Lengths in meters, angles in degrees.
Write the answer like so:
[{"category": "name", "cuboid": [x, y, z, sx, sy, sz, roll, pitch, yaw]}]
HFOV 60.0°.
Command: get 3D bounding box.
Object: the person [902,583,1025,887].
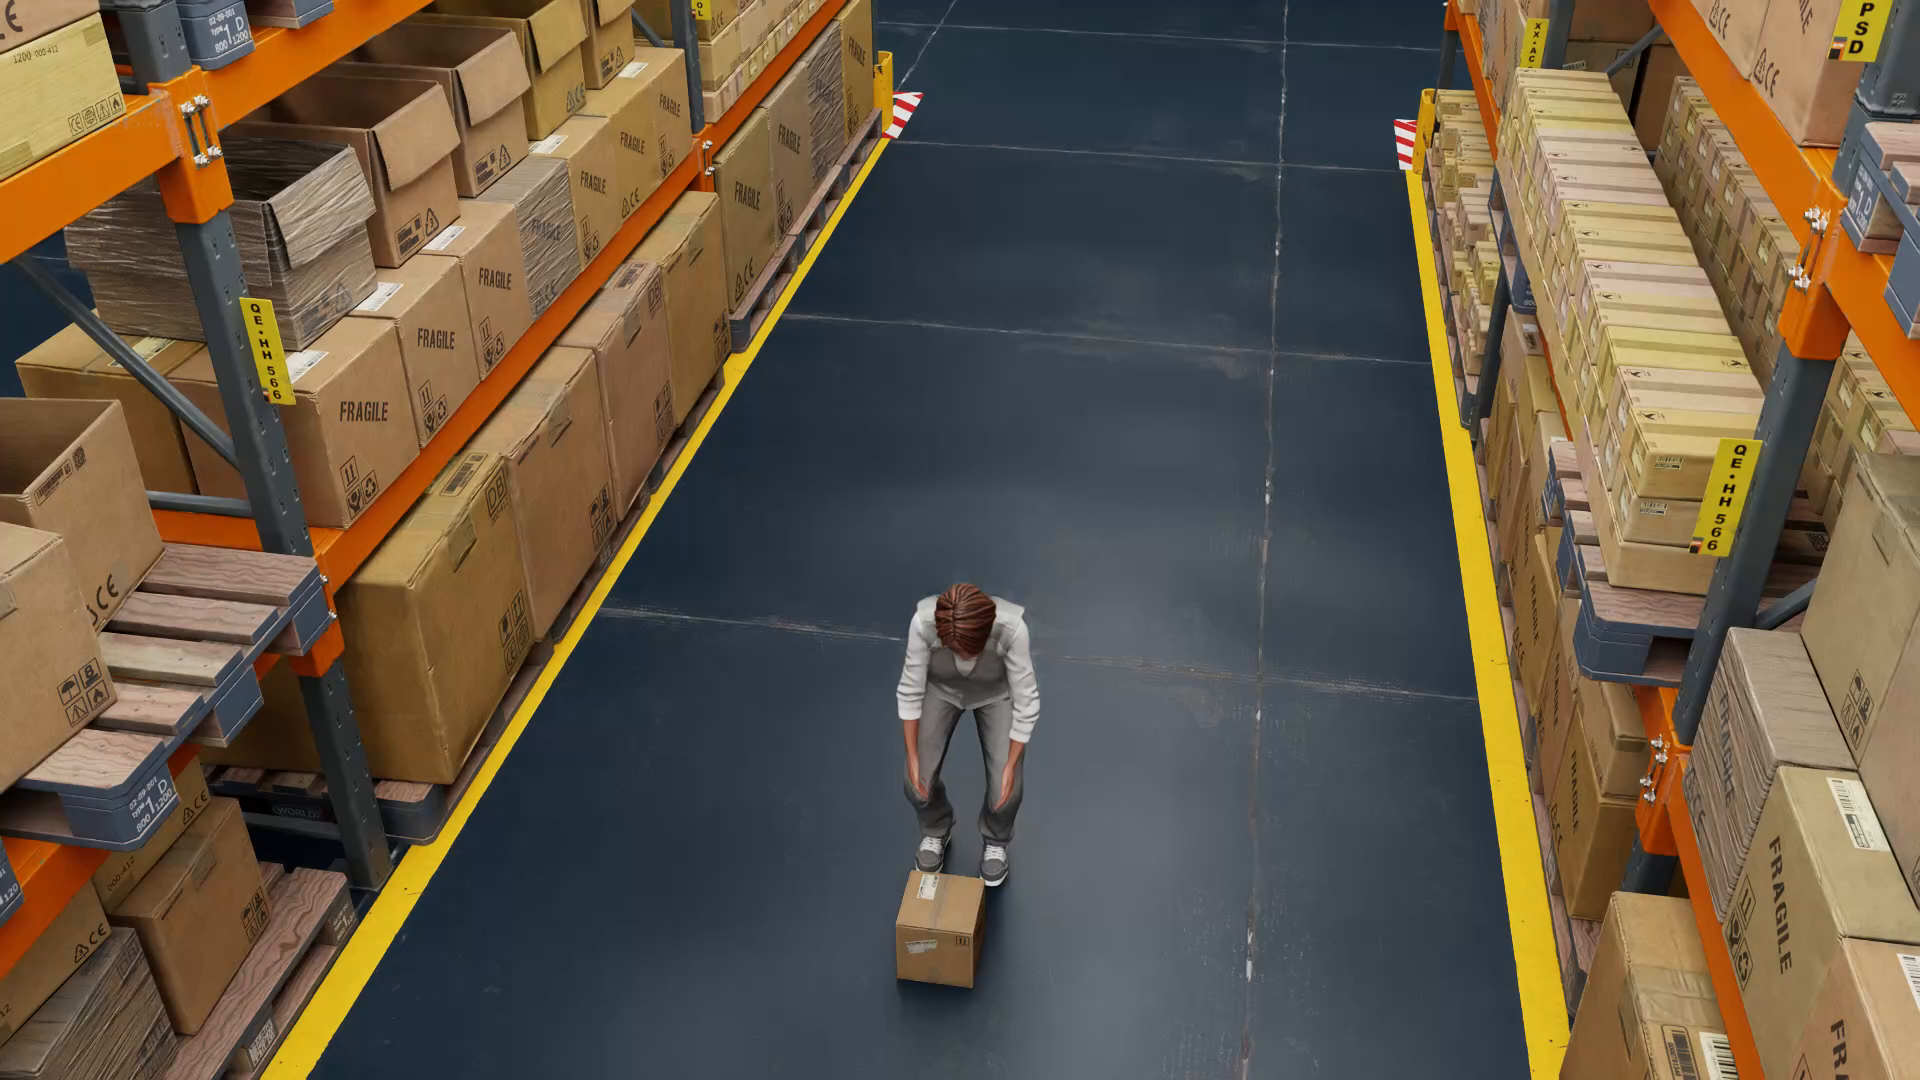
[{"category": "person", "cuboid": [0.039, 0.602, 5.488, 0.438, 1.310, 0.640, 5, 33, 8]}]
